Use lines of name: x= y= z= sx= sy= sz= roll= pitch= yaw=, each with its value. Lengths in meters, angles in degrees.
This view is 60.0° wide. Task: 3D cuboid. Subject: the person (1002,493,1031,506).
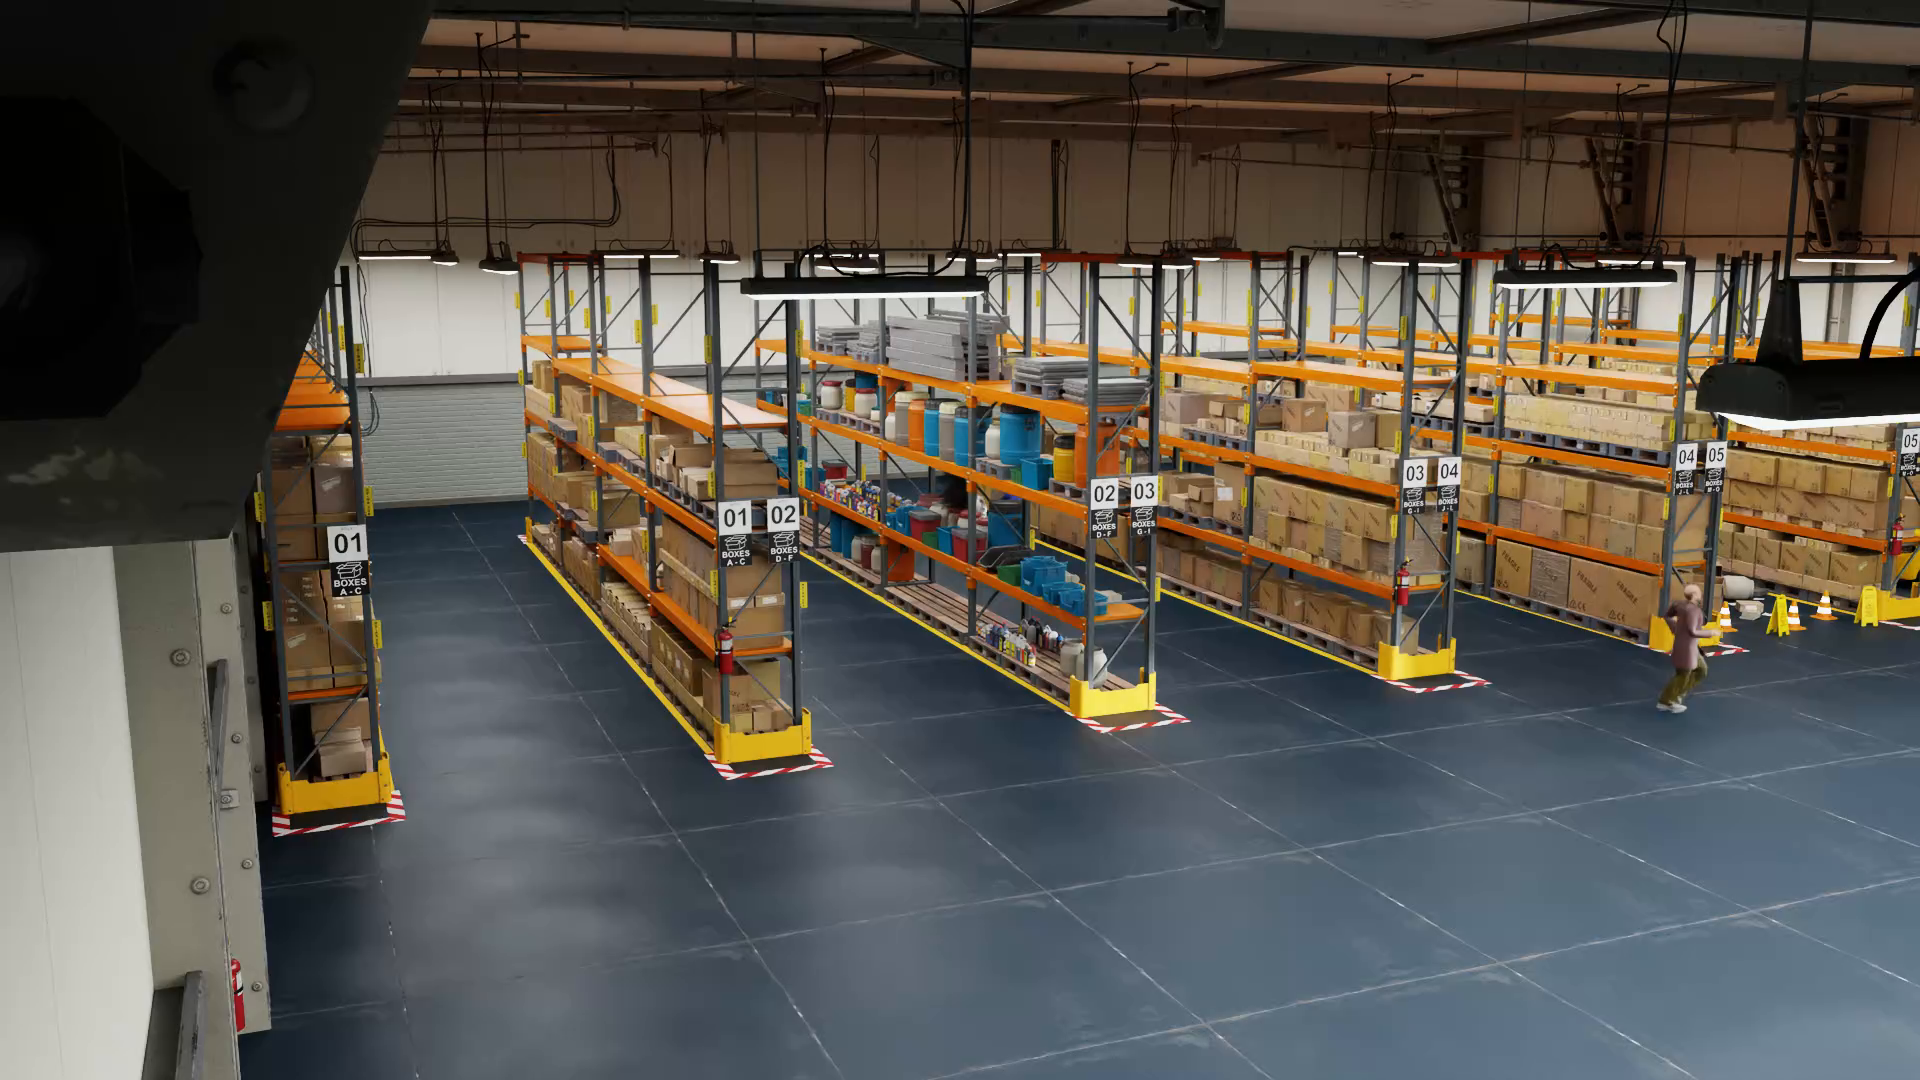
person: x=1.118 y=-0.395 z=32.765 sx=0.547 sy=1.656 sz=1.070 roll=-4 pitch=11 yaw=-22

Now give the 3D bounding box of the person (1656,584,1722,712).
person: x=9.749 y=1.443 z=22.178 sx=0.705 sy=1.730 sz=0.677 roll=3 pitch=11 yaw=14

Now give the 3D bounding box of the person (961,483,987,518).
person: x=0.276 y=-0.318 z=32.182 sx=0.599 sy=1.652 sz=0.544 roll=-5 pitch=11 yaw=-24
